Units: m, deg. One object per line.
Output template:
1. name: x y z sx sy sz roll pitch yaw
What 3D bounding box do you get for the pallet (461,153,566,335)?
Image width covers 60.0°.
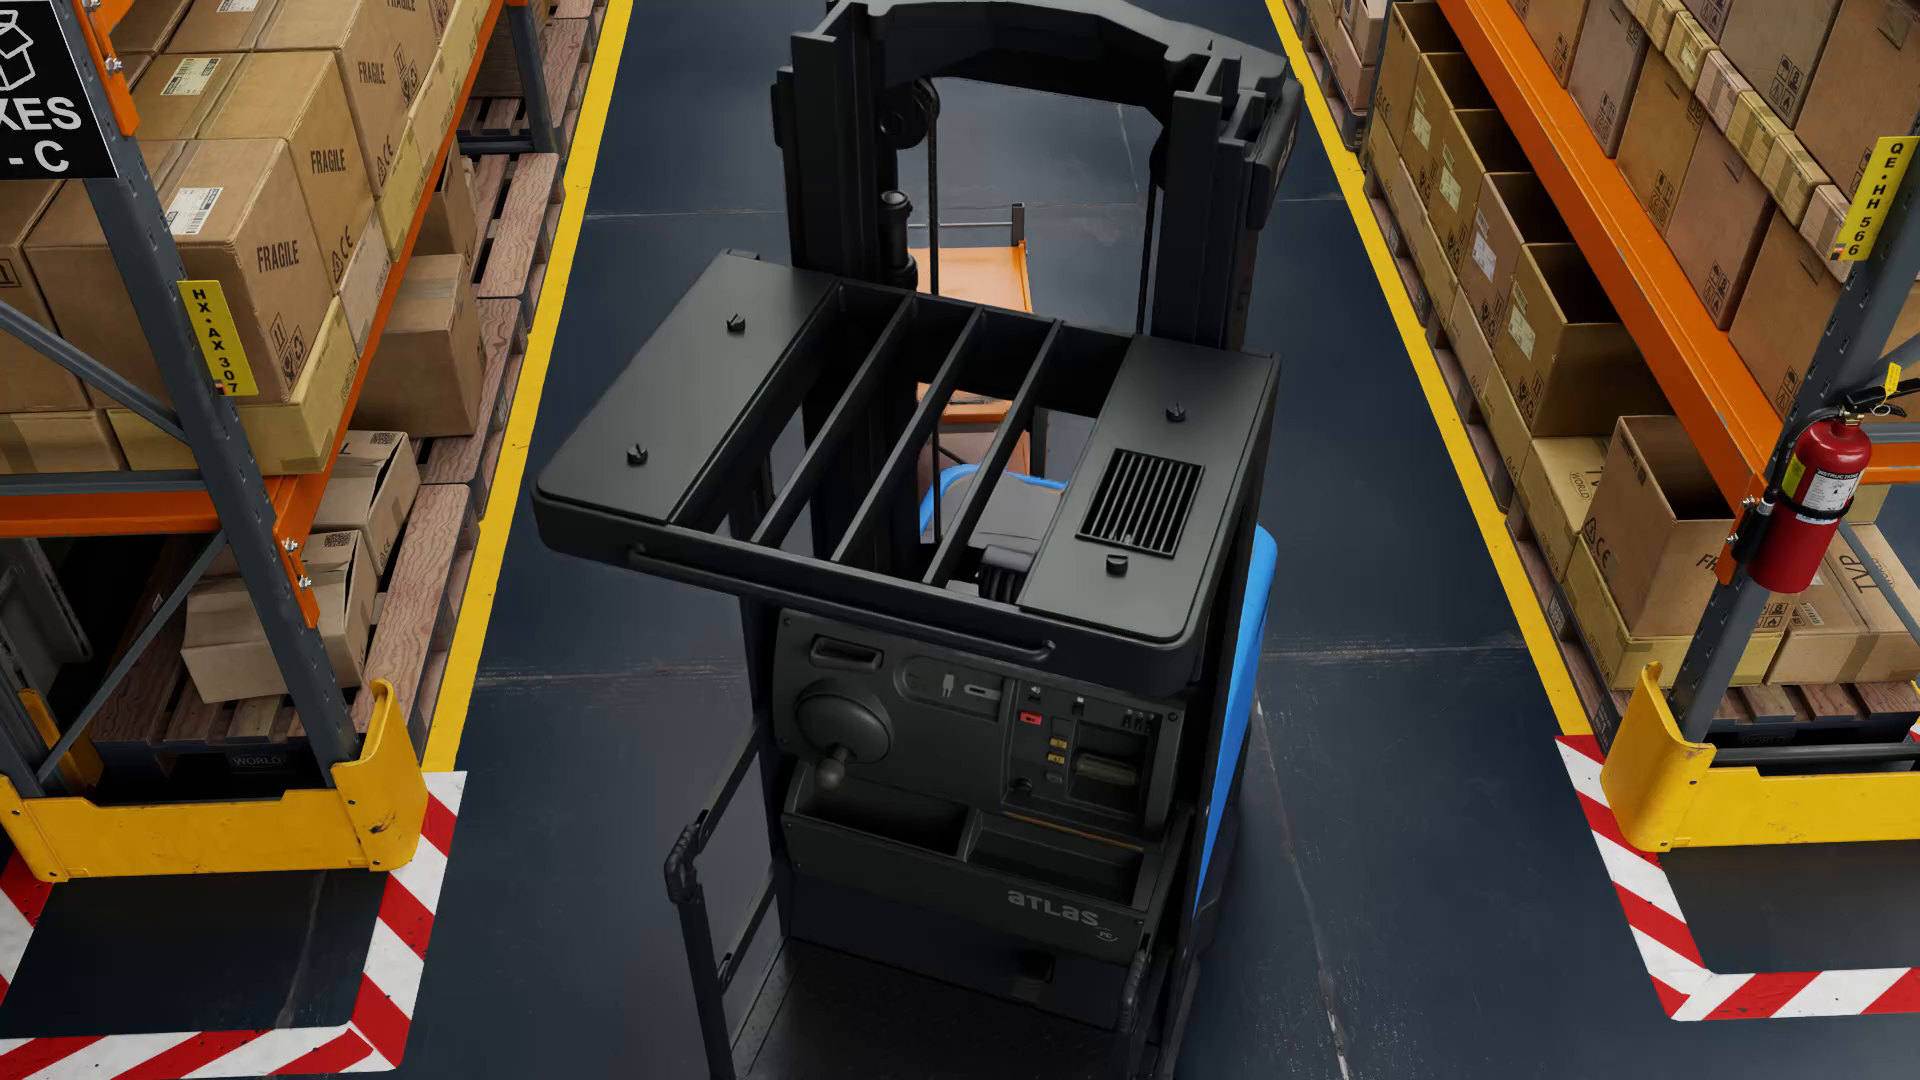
1. pallet: -2.391 -1.355 7.573 1.003 0.211 1.213 -2 43 -2

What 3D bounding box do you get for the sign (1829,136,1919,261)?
1. sign: 2.121 -0.788 3.858 0.100 0.325 0.005 -2 43 -2

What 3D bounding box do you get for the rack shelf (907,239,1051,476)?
1. rack shelf: 0.000 -0.635 5.677 0.538 0.278 1.000 -2 43 -2

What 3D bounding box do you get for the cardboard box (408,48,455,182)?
1. cardboard box: -2.060 -1.462 5.721 0.500 0.250 0.500 -1 43 -1

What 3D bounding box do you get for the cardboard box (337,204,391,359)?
1. cardboard box: -2.025 -0.776 4.973 0.500 0.250 0.500 -3 43 -3

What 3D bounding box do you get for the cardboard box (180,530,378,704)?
1. cardboard box: -2.224 0.224 5.450 0.500 0.311 0.500 -6 43 -7

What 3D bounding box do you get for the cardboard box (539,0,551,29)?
1. cardboard box: -2.575 -2.920 8.740 0.700 0.500 0.500 -2 43 -3

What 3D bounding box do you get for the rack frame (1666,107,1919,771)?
1. rack frame: 2.664 -0.280 4.336 1.000 3.000 0.127 -2 43 -2

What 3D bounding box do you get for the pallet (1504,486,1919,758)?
1. pallet: 2.590 0.233 5.840 1.003 0.211 1.213 -2 43 -2

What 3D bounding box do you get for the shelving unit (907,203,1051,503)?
1. shelving unit: 0.000 -0.419 5.875 0.538 1.125 1.048 -2 43 -2

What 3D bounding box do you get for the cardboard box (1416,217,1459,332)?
1. cardboard box: 2.243 -1.124 6.981 0.500 0.250 0.500 -2 43 -2

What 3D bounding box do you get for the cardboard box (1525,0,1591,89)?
1. cardboard box: 2.566 -2.023 6.163 0.700 0.500 0.500 -1 43 -1

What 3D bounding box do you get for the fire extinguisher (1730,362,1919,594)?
1. fire extinguisher: 2.205 -0.158 4.260 0.296 0.674 0.183 -2 43 -2

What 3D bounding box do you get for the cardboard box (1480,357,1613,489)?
1. cardboard box: 2.290 -0.450 6.245 0.500 0.250 0.500 -2 43 -2

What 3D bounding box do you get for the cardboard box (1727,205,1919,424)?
1. cardboard box: 2.657 -0.632 4.646 0.700 0.500 0.500 -2 43 -2

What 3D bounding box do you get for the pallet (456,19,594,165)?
1. pallet: -2.489 -2.333 8.639 1.003 0.211 1.213 -2 43 -2

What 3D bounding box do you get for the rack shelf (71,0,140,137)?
1. rack shelf: -2.370 -2.326 4.880 1.077 0.370 4.000 -2 43 -2

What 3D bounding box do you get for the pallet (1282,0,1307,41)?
1. pallet: 2.369 -3.274 9.666 1.003 0.211 1.213 -2 43 -2

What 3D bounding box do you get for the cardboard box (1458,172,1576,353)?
1. cardboard box: 2.267 -1.063 6.359 0.500 0.500 0.500 -2 43 -2

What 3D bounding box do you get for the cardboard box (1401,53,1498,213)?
1. cardboard box: 2.230 -1.739 7.096 0.500 0.500 0.500 -2 43 -2

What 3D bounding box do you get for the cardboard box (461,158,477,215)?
1. cardboard box: -2.402 -1.593 7.539 0.380 0.166 0.250 -7 43 -7

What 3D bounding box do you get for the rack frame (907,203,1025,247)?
1. rack frame: -0.022 -0.762 6.249 0.500 1.125 0.032 -2 43 -2

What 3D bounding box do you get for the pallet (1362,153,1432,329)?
1. pallet: 2.486 -1.414 7.637 1.003 0.211 1.213 -2 43 -2

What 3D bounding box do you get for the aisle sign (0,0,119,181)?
1. aisle sign: -1.982 -1.054 3.256 0.394 0.787 0.004 -2 43 -2

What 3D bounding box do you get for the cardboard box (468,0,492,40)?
1. cardboard box: -2.119 -2.140 6.461 0.500 0.250 0.500 -1 43 -2

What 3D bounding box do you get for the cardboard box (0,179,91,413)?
1. cardboard box: -2.517 -0.676 4.309 0.500 0.500 0.500 -2 43 -2

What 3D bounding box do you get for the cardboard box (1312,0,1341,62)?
1. cardboard box: 2.167 -2.735 8.738 0.500 0.250 0.500 -2 43 -2

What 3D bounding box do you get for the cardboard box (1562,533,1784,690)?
1. cardboard box: 2.346 0.225 5.509 0.500 0.250 0.500 -2 43 -2

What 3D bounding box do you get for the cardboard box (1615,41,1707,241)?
1. cardboard box: 2.615 -1.322 5.399 0.700 0.500 0.500 -1 43 -2

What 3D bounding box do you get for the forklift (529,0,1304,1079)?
1. forklift: -0.042 0.509 3.526 1.130 2.935 3.031 13 44 14

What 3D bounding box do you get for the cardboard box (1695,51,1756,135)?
1. cardboard box: 2.426 -1.328 4.925 0.380 0.149 0.250 -1 43 -1

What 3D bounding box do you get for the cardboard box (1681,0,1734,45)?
1. cardboard box: 2.605 -1.842 5.005 0.700 0.500 0.500 -1 43 -2

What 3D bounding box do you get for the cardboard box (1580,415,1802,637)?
1. cardboard box: 2.344 -0.051 5.255 0.500 0.500 0.500 -2 43 -2

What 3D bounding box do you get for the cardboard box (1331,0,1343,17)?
1. cardboard box: 2.162 -2.945 8.552 0.500 0.311 0.500 -1 43 -1

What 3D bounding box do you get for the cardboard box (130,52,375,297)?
1. cardboard box: -2.016 -1.029 4.694 0.500 0.500 0.500 -2 43 -2

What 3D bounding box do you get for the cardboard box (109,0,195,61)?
1. cardboard box: -2.555 -1.365 5.061 0.500 0.500 0.500 -3 43 -3

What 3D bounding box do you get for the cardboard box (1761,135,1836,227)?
1. cardboard box: 2.445 -0.985 4.551 0.380 0.149 0.250 -1 43 -1

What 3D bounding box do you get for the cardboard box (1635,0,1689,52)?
1. cardboard box: 2.401 -1.683 5.312 0.380 0.149 0.250 -1 43 -1

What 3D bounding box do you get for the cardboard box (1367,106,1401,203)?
1. cardboard box: 2.211 -1.800 7.718 0.500 0.250 0.500 -2 43 -2

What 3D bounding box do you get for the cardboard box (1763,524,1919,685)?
1. cardboard box: 2.864 0.210 5.525 0.500 0.250 0.500 -2 43 -2

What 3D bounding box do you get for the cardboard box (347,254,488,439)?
1. cardboard box: -2.230 -0.727 6.348 0.700 0.500 0.500 -4 43 -4

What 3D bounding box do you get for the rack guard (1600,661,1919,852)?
1. rack guard: 2.665 0.658 5.163 1.175 0.500 0.348 -2 43 -2

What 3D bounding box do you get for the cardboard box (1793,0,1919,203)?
1. cardboard box: 2.655 -1.146 4.247 0.700 0.500 0.500 -1 43 -2

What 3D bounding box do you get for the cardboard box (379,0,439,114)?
1. cardboard box: -2.065 -1.726 5.454 0.500 0.500 0.500 0 43 0

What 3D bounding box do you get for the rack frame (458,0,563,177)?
1. rack frame: -2.455 -2.836 7.124 1.000 3.000 0.127 -2 43 -2

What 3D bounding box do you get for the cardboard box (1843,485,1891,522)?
1. cardboard box: 2.840 -0.404 5.640 0.500 0.500 0.500 -2 43 -2
